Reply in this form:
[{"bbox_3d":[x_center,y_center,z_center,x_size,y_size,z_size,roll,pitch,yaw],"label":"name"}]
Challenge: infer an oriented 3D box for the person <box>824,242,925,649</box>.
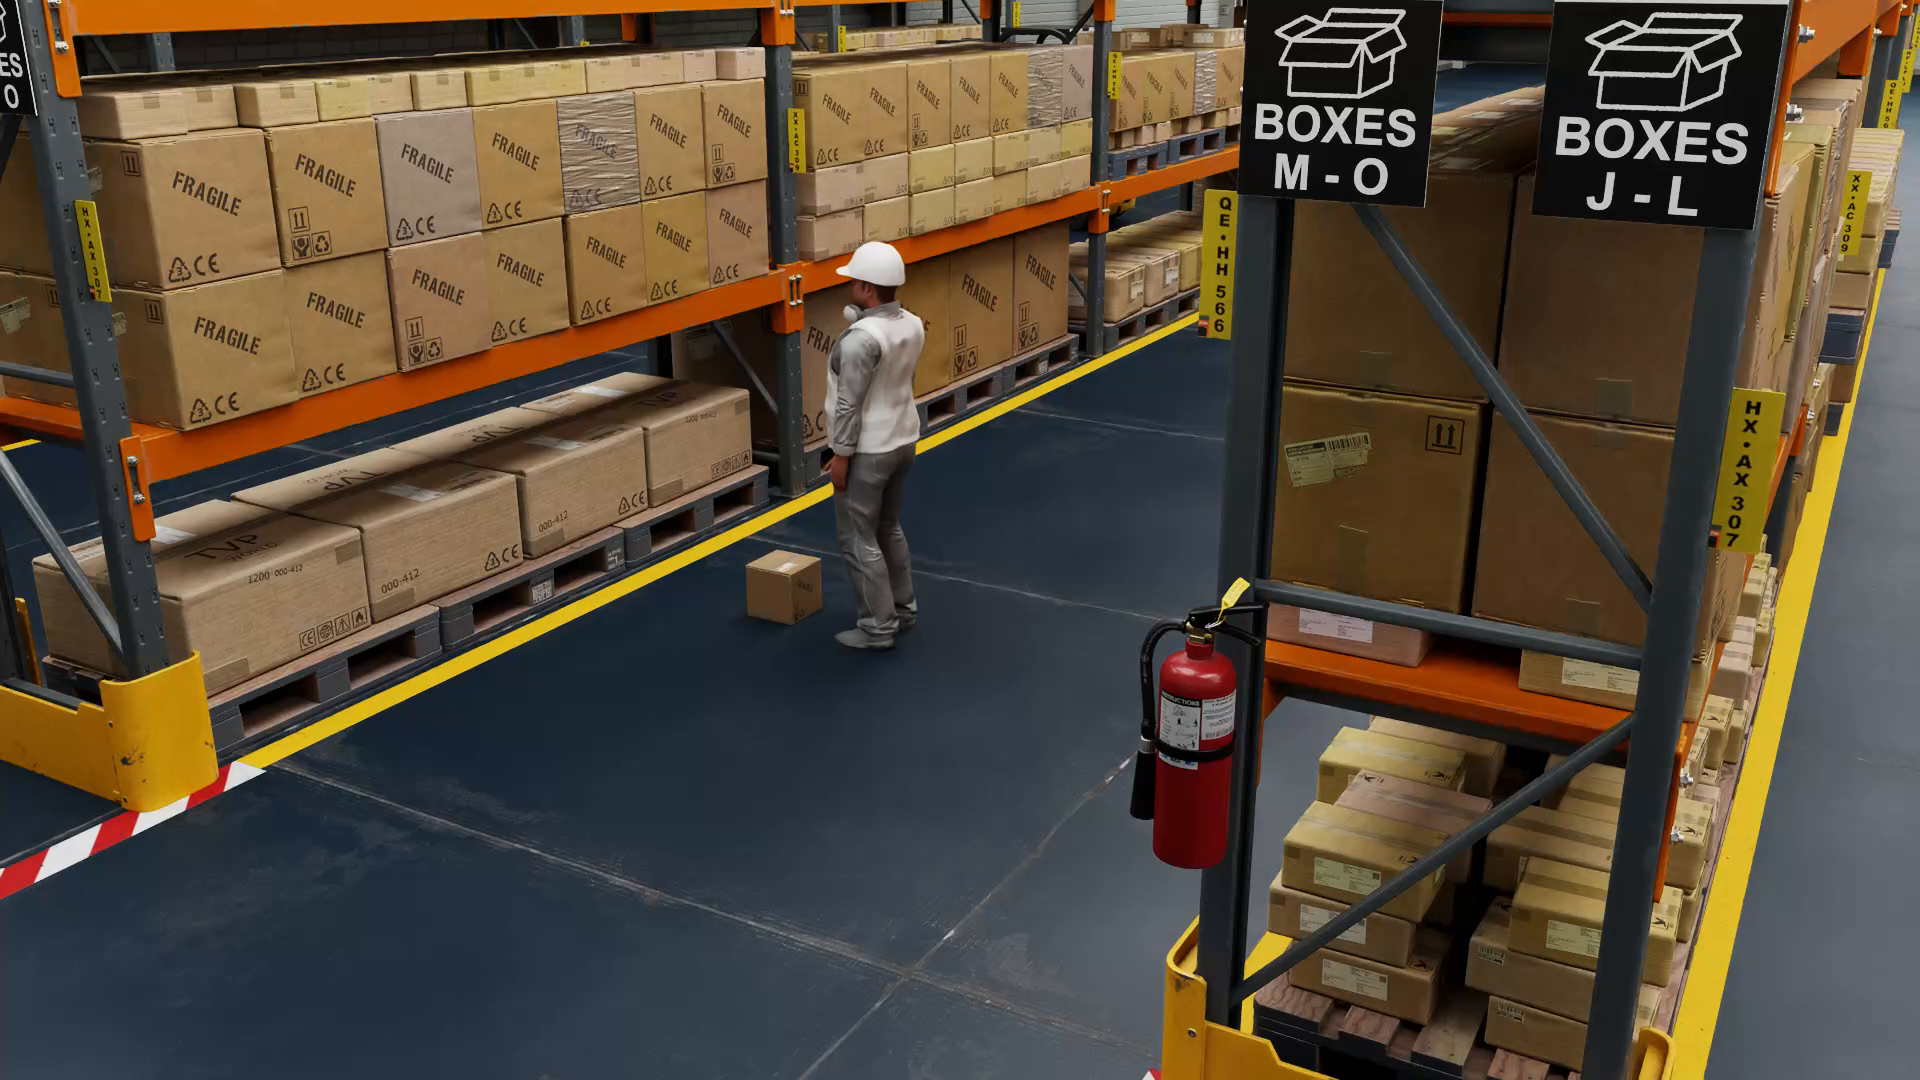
[{"bbox_3d":[-0.386,-0.398,7.214,0.366,1.789,0.534,11,22,29],"label":"person"}]
